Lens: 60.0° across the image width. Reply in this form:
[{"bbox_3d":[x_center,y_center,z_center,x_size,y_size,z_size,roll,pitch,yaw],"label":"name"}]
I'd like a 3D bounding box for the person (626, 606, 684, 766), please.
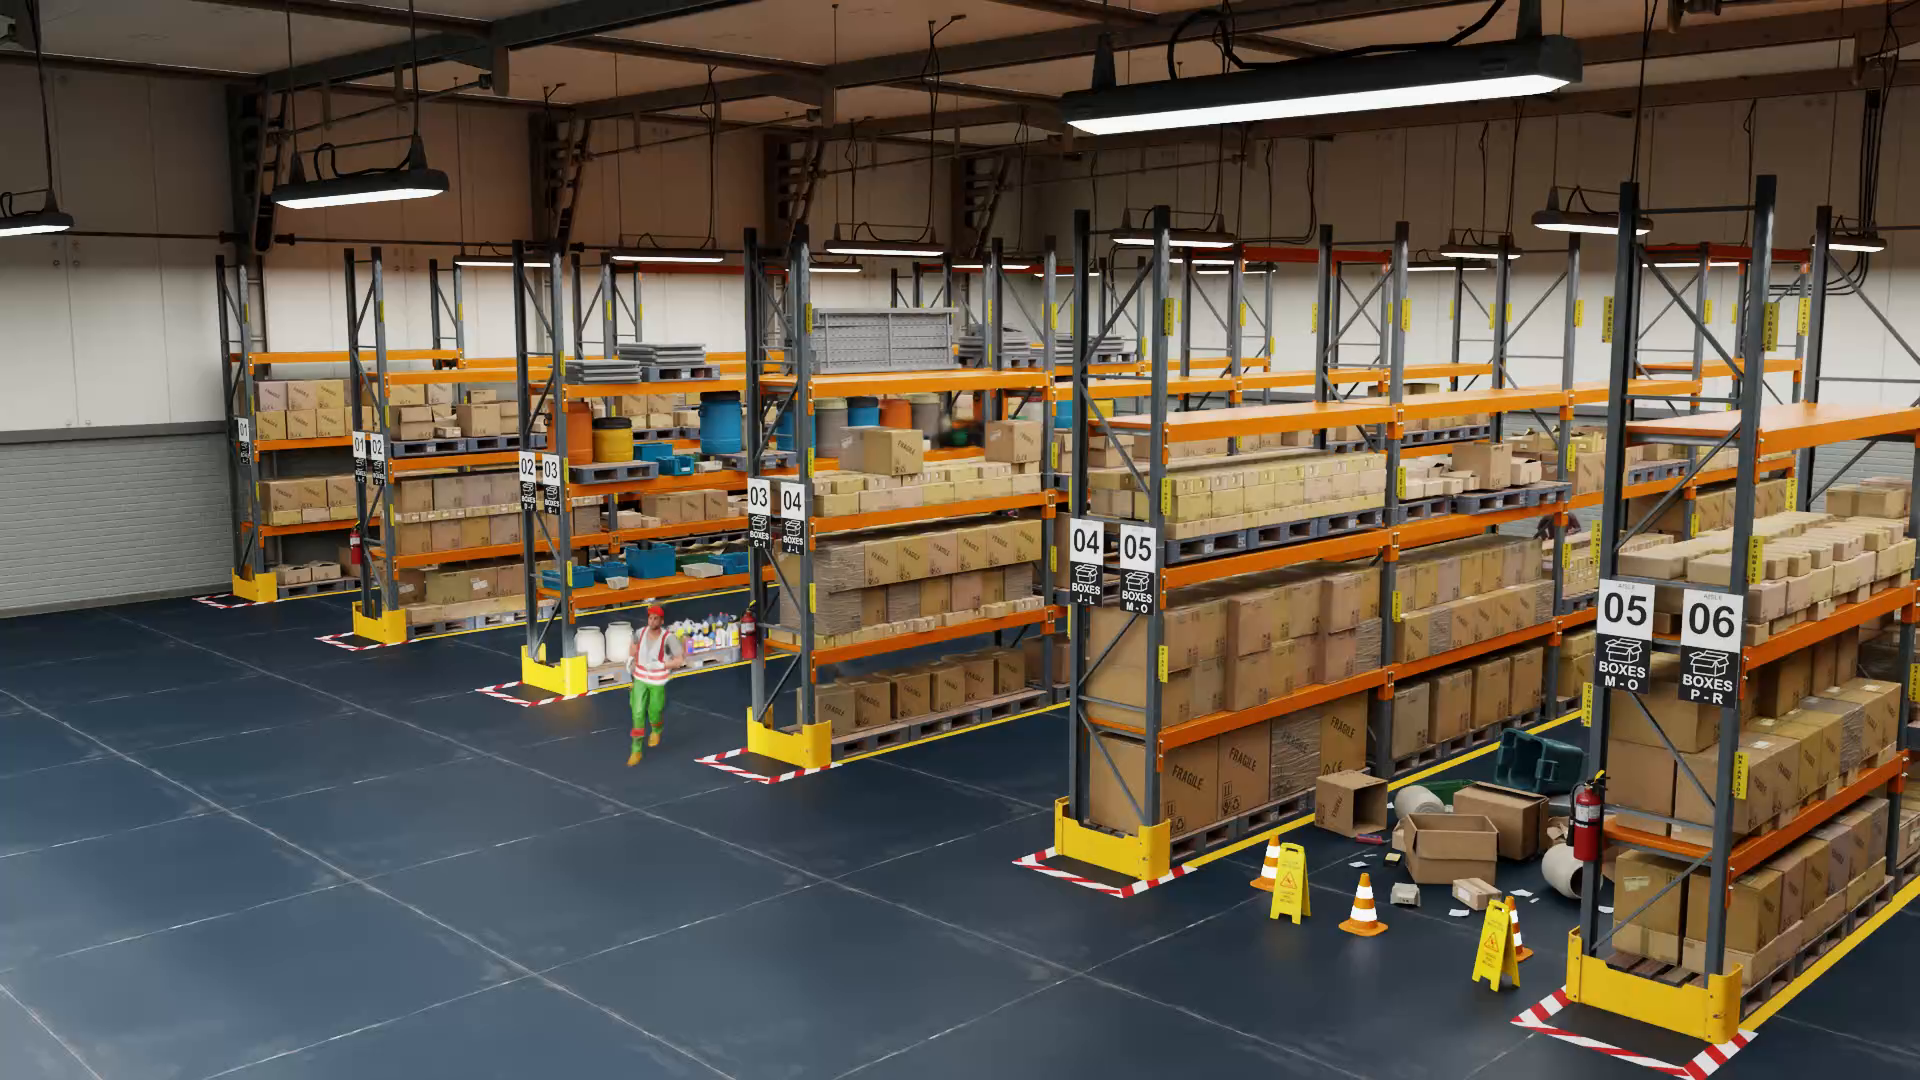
[{"bbox_3d":[-3.478,1.622,19.016,0.694,1.788,0.923,1,8,10],"label":"person"}]

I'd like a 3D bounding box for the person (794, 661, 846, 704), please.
[{"bbox_3d":[-1.800,1.254,21.761,0.575,1.736,0.812,7,11,43],"label":"person"}]

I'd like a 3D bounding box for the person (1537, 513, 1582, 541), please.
[{"bbox_3d":[10.535,0.159,29.253,0.717,1.751,1.014,2,8,12],"label":"person"}]
